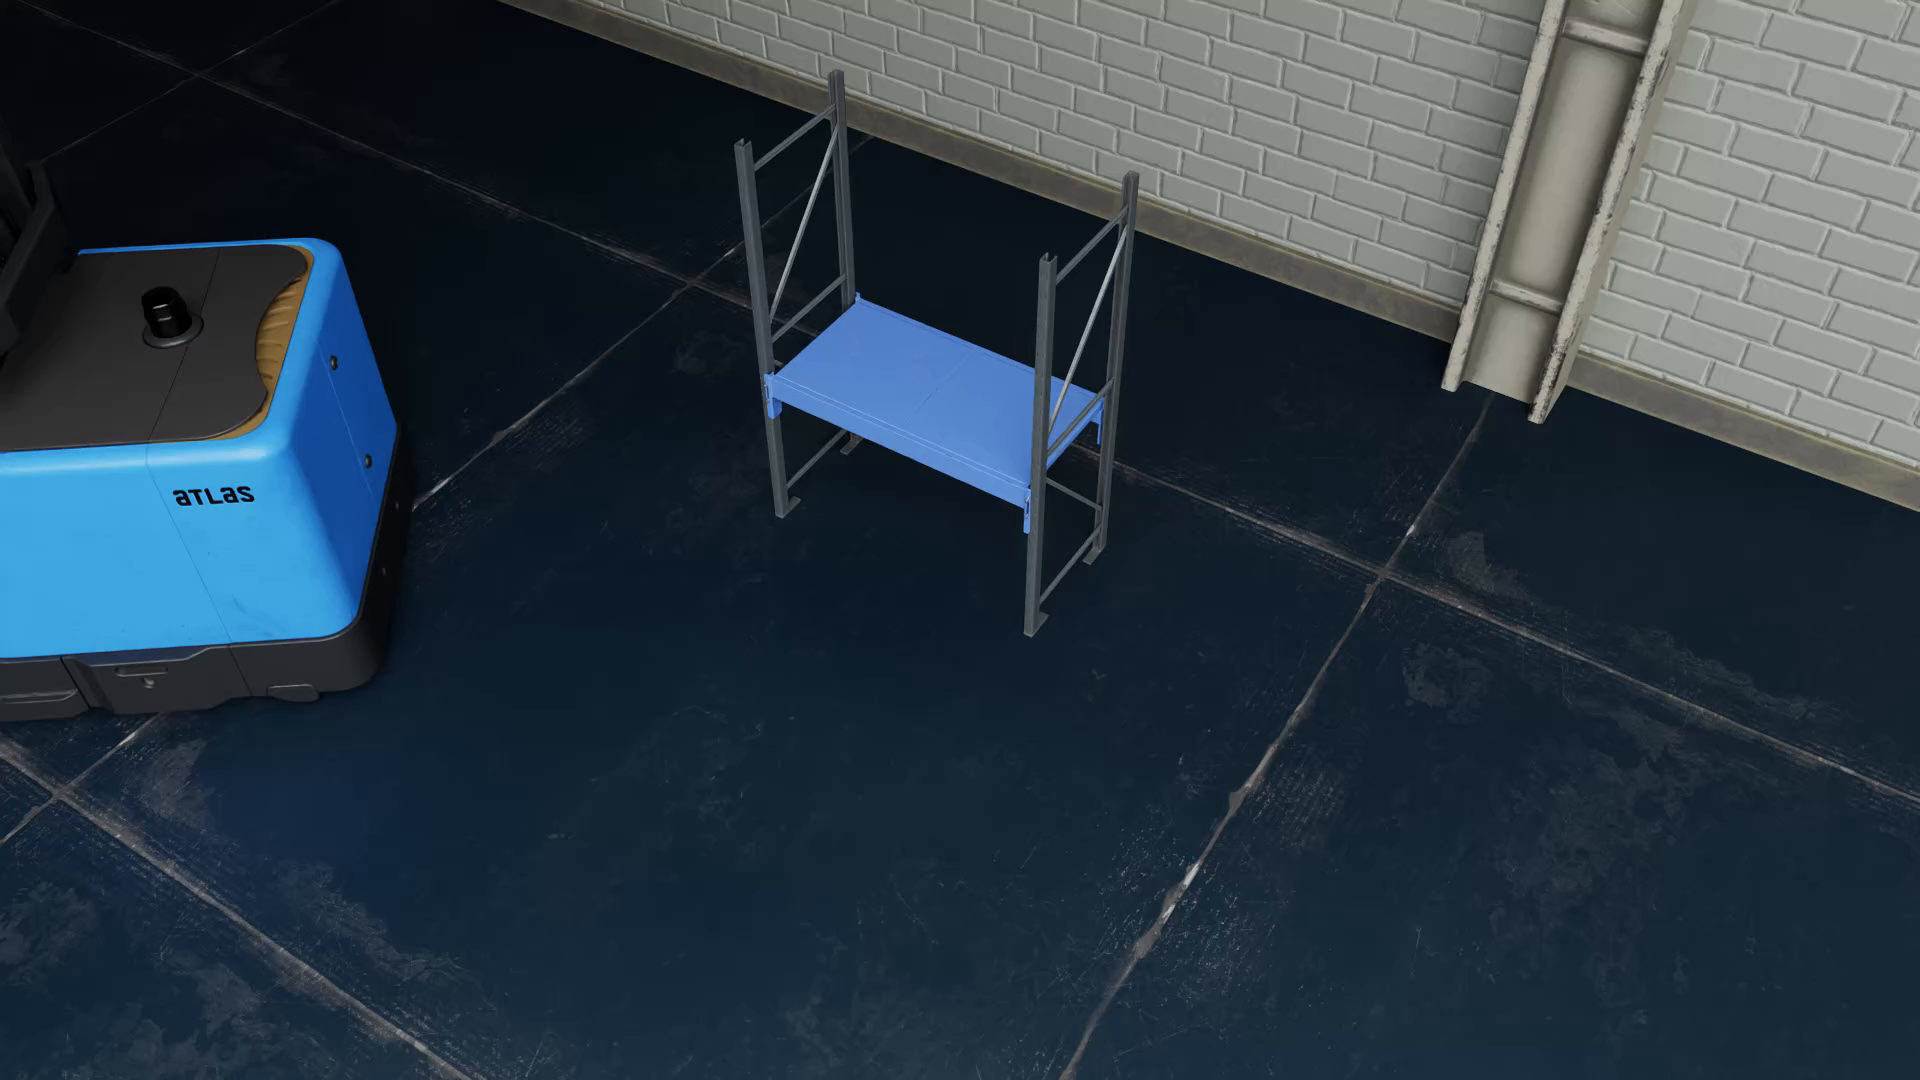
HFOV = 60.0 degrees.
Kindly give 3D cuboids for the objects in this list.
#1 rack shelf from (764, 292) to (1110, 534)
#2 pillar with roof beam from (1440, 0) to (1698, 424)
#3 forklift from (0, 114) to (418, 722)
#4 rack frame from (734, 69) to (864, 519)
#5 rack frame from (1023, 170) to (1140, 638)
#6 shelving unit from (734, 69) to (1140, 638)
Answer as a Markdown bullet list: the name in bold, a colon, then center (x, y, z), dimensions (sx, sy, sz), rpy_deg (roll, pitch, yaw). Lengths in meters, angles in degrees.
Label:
- **rack shelf**: center (-0.072, -0.430, 5.373), dimensions (1.000, 0.185, 0.538), rpy_deg (25, 51, 22)
- **pillar with roof beam**: center (-0.252, -1.134, 0.578), dimensions (0.400, 9.000, 9.100), rpy_deg (25, 51, 22)
- **forklift**: center (-3.381, -0.785, 4.469), dimensions (3.031, 2.935, 1.130), rpy_deg (-4, 46, -4)
- **rack frame**: center (-0.500, -0.753, 5.435), dimensions (0.032, 1.500, 0.500), rpy_deg (25, 51, 22)
- **rack frame**: center (0.356, -0.359, 5.053), dimensions (0.032, 1.500, 0.500), rpy_deg (25, 51, 22)
- **shelving unit**: center (-0.072, -0.556, 5.244), dimensions (1.048, 1.500, 0.538), rpy_deg (25, 51, 22)
